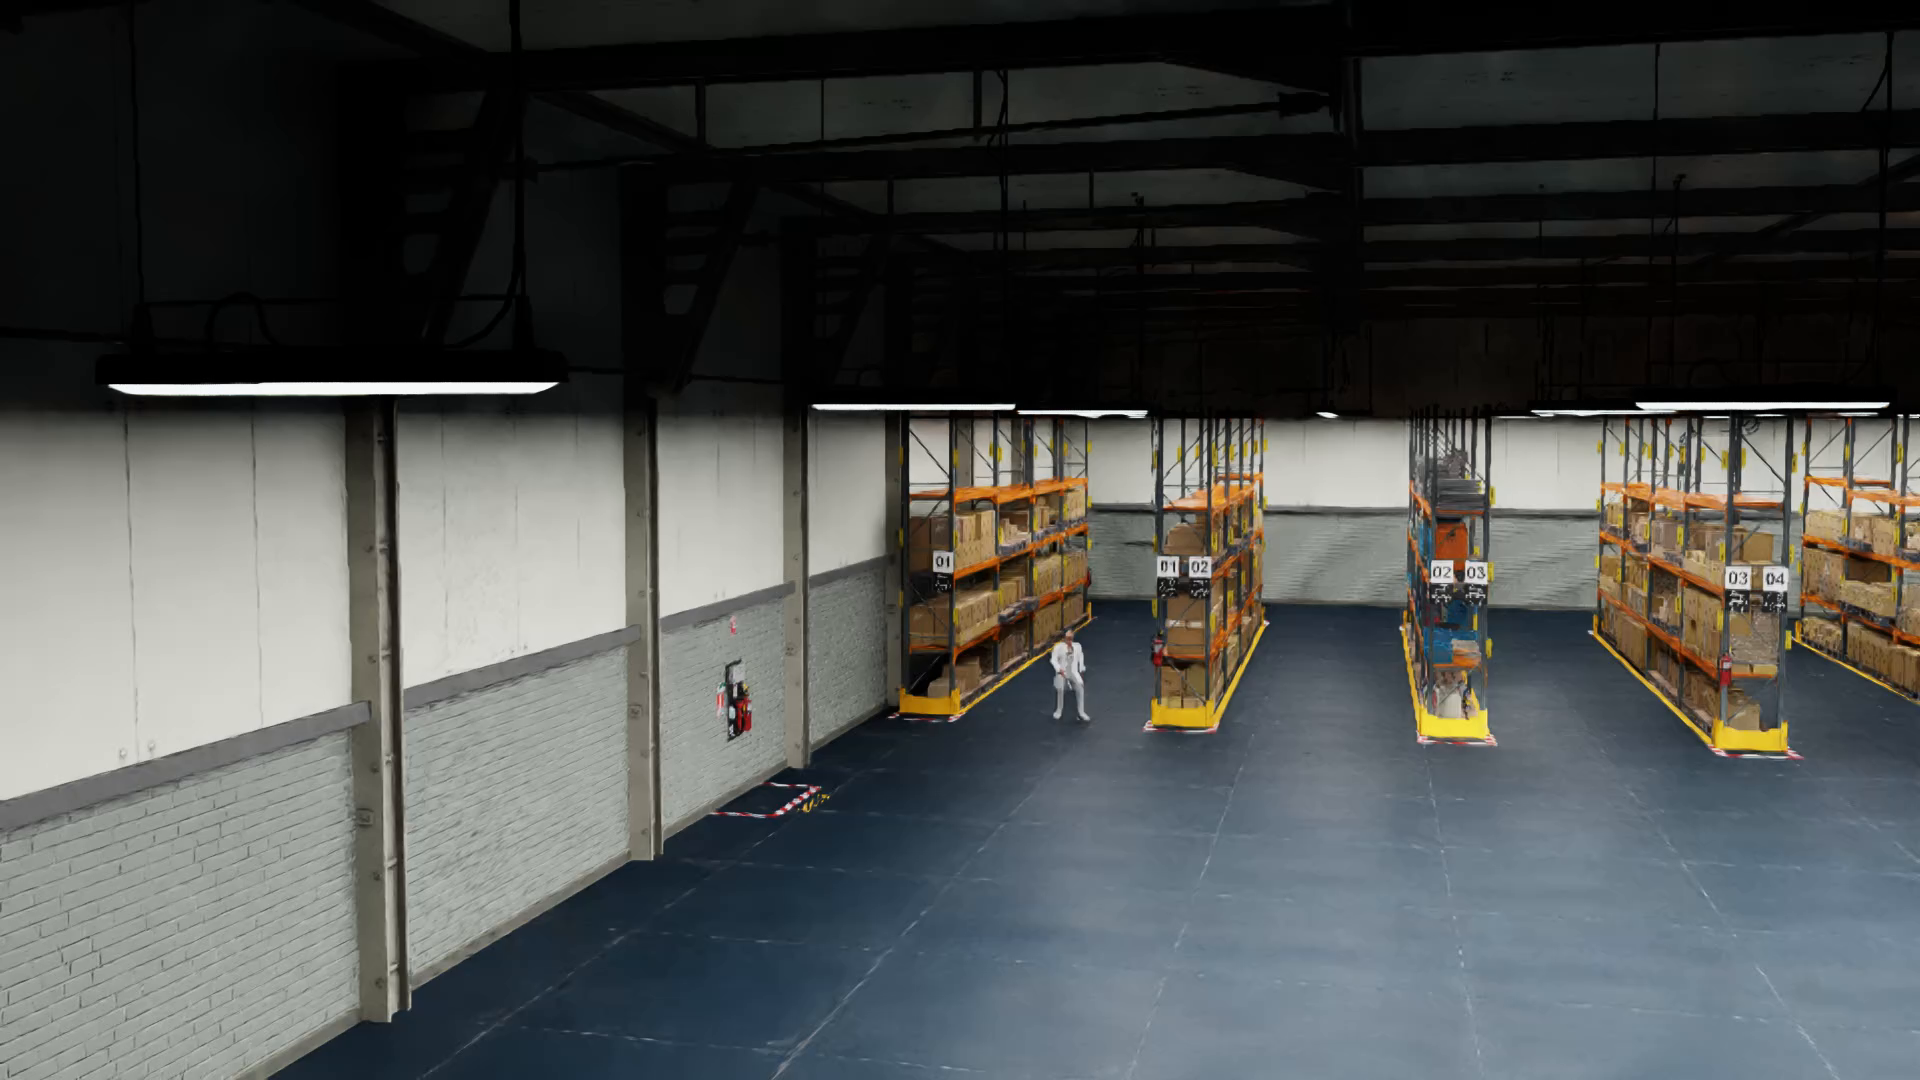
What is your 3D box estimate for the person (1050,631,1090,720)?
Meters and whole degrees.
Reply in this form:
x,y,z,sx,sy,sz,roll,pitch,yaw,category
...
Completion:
x,y,z,sx,sy,sz,roll,pitch,yaw,category
2.069,2.575,31.788,0.726,1.719,0.857,0,4,-6,person
